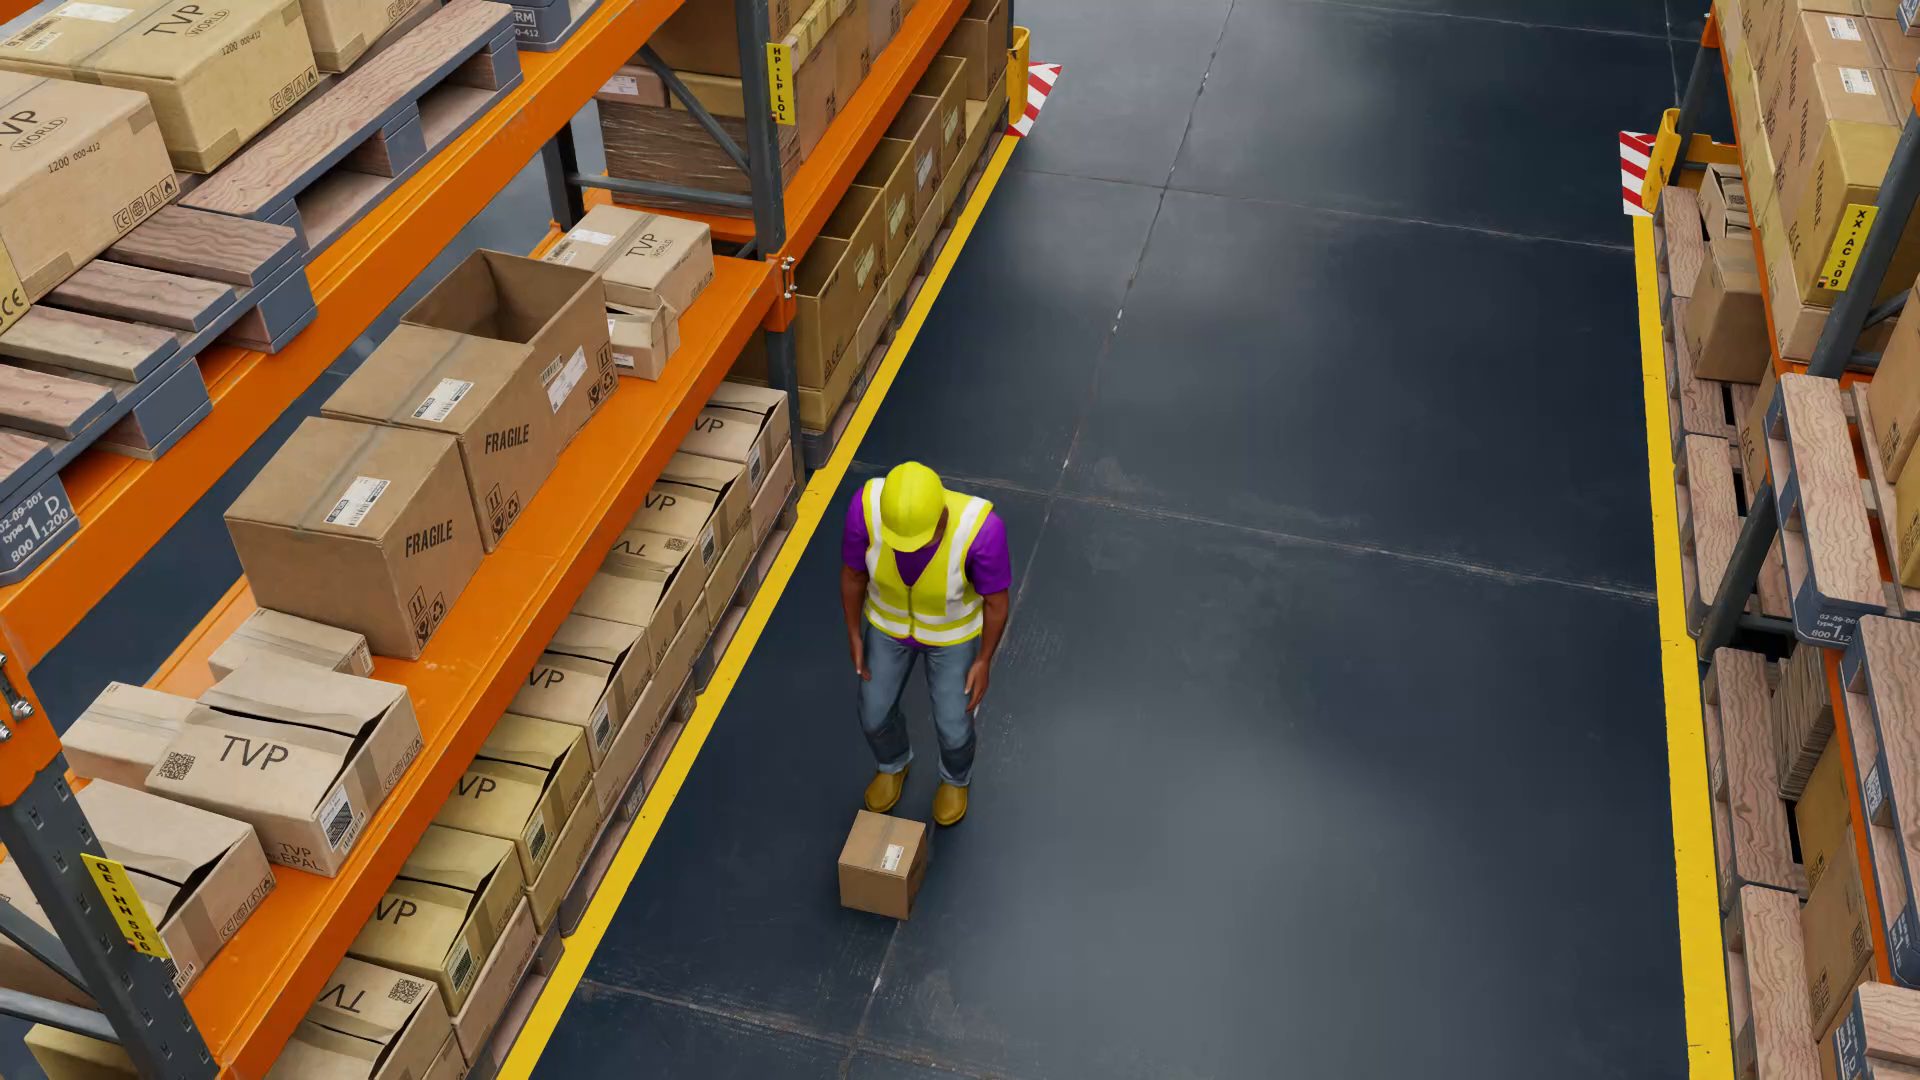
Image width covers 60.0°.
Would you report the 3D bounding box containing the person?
[{"bbox_3d":[-0.122,0.340,5.812,0.602,1.683,0.511,11,42,13],"label":"person"}]
